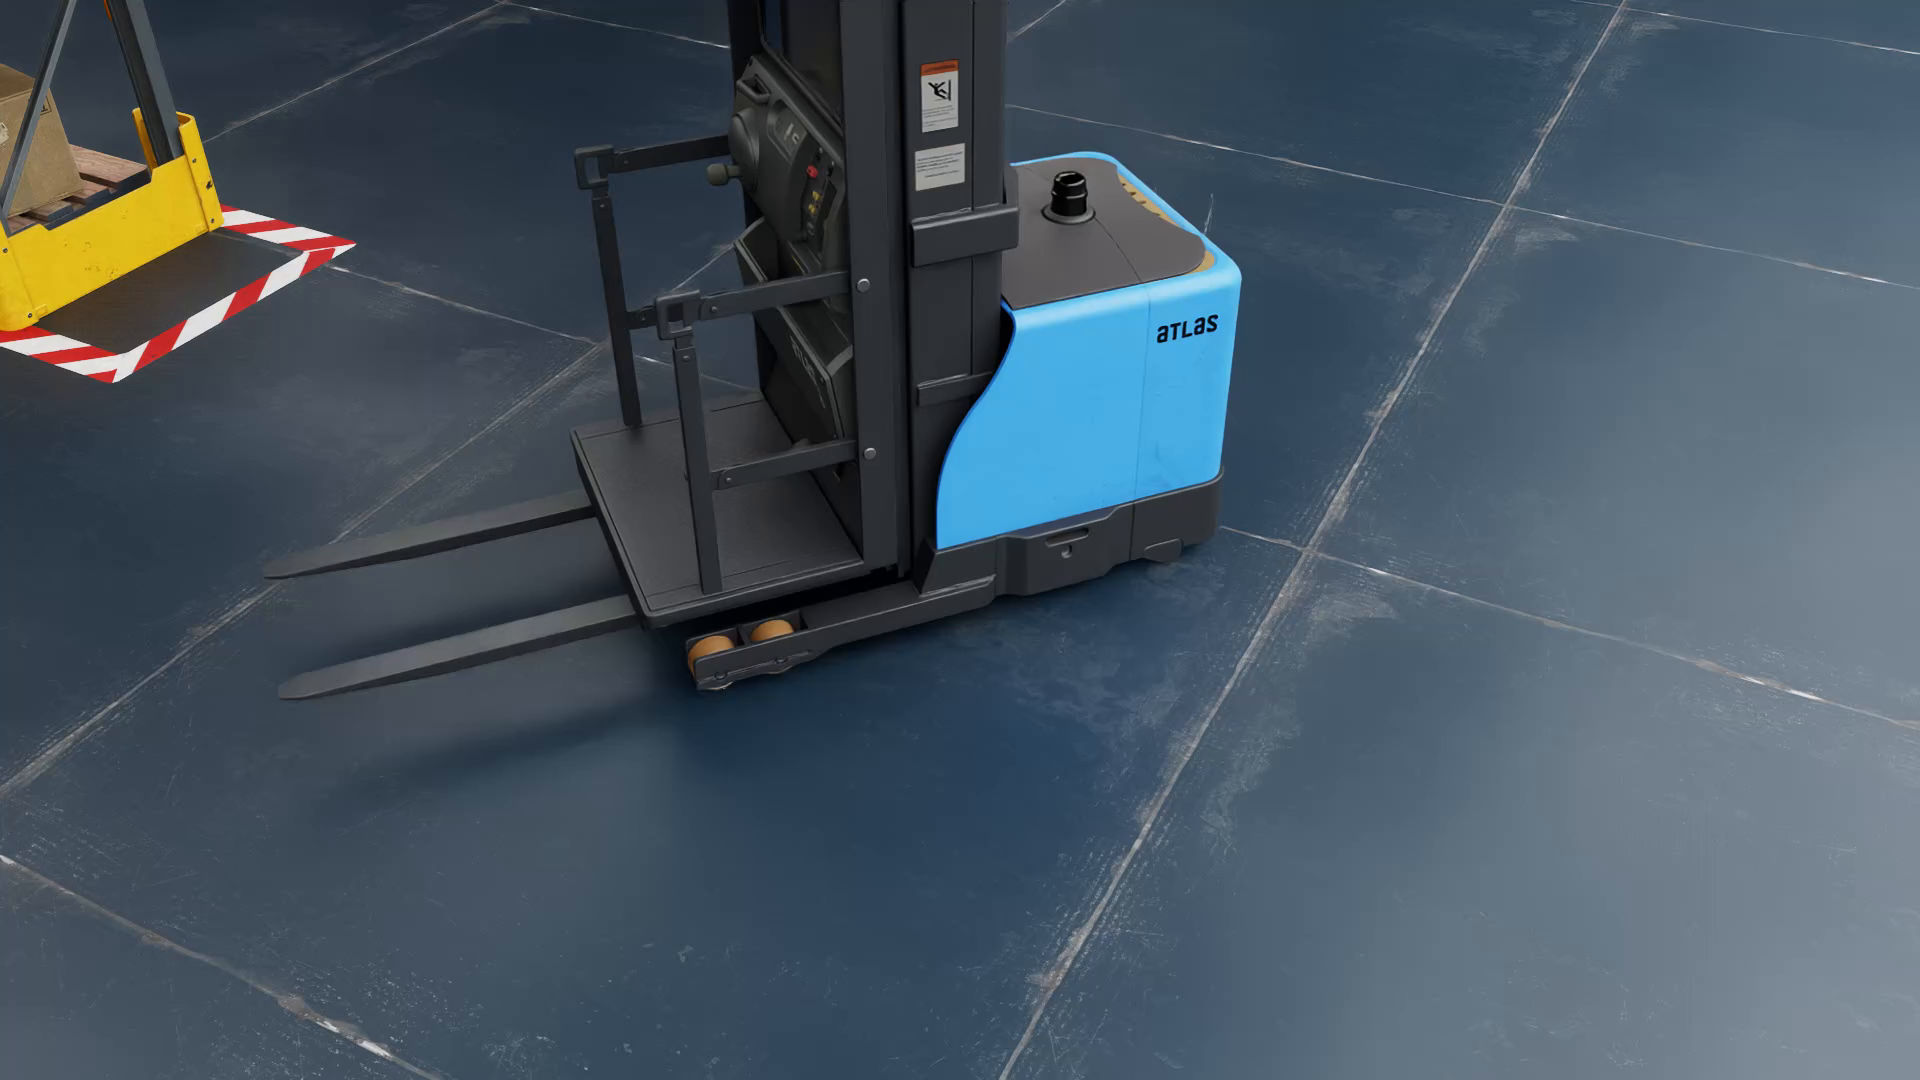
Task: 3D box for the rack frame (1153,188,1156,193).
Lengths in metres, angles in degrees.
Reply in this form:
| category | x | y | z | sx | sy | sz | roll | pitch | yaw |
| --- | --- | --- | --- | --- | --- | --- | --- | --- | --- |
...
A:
| category | x | y | z | sx | sy | sz | roll | pitch | yaw |
| --- | --- | --- | --- | --- | --- | --- | --- | --- | --- |
| rack frame | 0.665 | -0.822 | 6.088 | 0.006 | 0.900 | 0.240 | 8 | 38 | 10 |

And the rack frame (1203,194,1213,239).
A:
| category | x | y | z | sx | sy | sz | roll | pitch | yaw |
| --- | --- | --- | --- | --- | --- | --- | --- | --- | --- |
| rack frame | 0.863 | -0.794 | 6.051 | 0.006 | 0.900 | 0.240 | 8 | 38 | 10 |

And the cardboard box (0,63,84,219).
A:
| category | x | y | z | sx | sy | sz | roll | pitch | yaw |
| --- | --- | --- | --- | --- | --- | --- | --- | --- | --- |
| cardboard box | -4.276 | -1.739 | 7.281 | 0.500 | 0.500 | 0.500 | 25 | 44 | 29 |

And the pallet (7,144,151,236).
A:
| category | x | y | z | sx | sy | sz | roll | pitch | yaw |
| --- | --- | --- | --- | --- | --- | --- | --- | --- | --- |
| pallet | -4.502 | -1.540 | 7.605 | 1.213 | 0.211 | 1.003 | 17 | 41 | 21 |

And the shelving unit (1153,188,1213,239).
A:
| category | x | y | z | sx | sy | sz | roll | pitch | yaw |
| --- | --- | --- | --- | --- | --- | --- | --- | --- | --- |
| shelving unit | 0.764 | -0.808 | 6.070 | 0.210 | 0.900 | 0.258 | 8 | 38 | 10 |

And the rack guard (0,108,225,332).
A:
| category | x | y | z | sx | sy | sz | roll | pitch | yaw |
| --- | --- | --- | --- | --- | --- | --- | --- | --- | --- |
| rack guard | -3.797 | -1.411 | 7.195 | 0.348 | 0.500 | 1.175 | 17 | 41 | 21 |

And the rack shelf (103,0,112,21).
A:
| category | x | y | z | sx | sy | sz | roll | pitch | yaw |
| --- | --- | --- | --- | --- | --- | --- | --- | --- | --- |
| rack shelf | -5.505 | -2.655 | 7.361 | 4.000 | 0.370 | 1.077 | 17 | 41 | 21 |

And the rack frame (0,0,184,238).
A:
| category | x | y | z | sx | sy | sz | roll | pitch | yaw |
| --- | --- | --- | --- | --- | --- | --- | --- | --- | --- |
| rack frame | -3.729 | -2.385 | 6.411 | 0.127 | 3.000 | 1.000 | 17 | 41 | 21 |

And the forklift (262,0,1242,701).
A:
| category | x | y | z | sx | sy | sz | roll | pitch | yaw |
| --- | --- | --- | --- | --- | --- | --- | --- | --- | --- |
| forklift | -0.685 | -1.069 | 4.734 | 3.031 | 2.935 | 1.130 | -14 | 39 | -18 |
